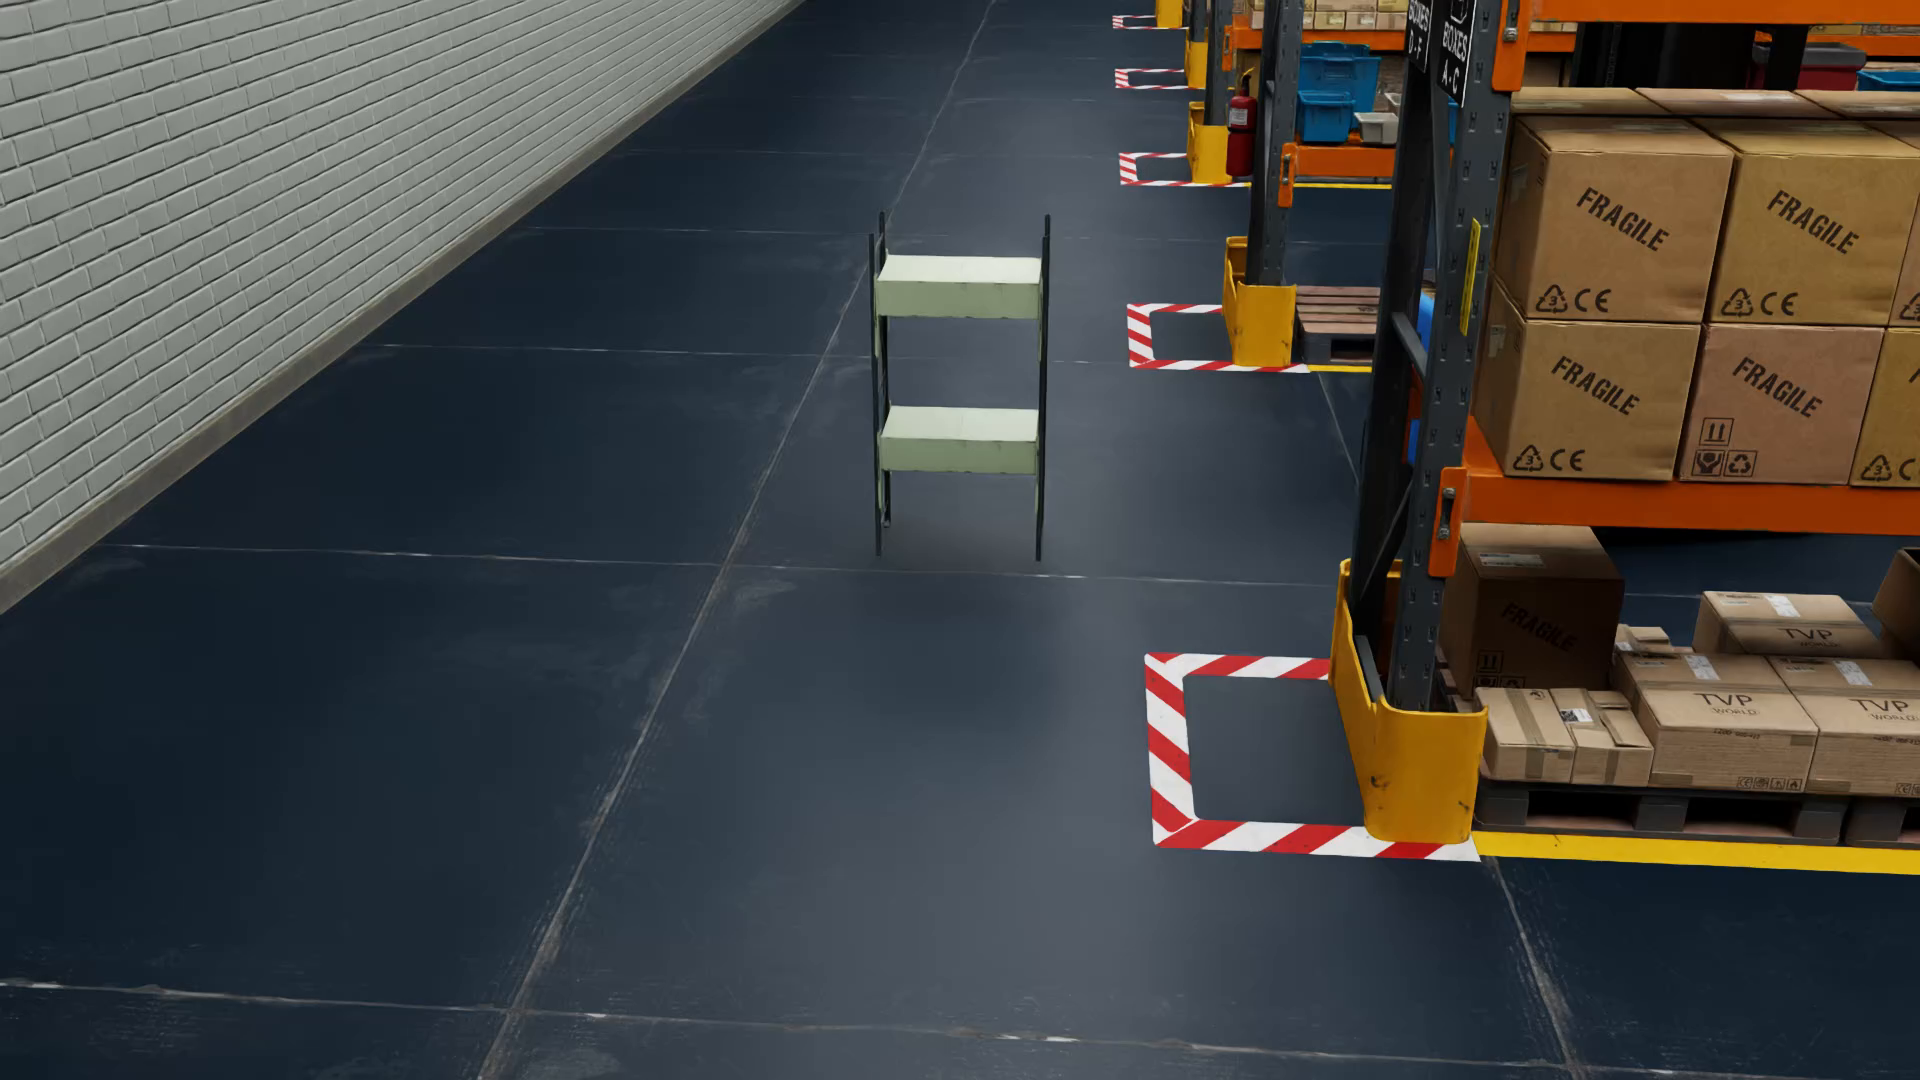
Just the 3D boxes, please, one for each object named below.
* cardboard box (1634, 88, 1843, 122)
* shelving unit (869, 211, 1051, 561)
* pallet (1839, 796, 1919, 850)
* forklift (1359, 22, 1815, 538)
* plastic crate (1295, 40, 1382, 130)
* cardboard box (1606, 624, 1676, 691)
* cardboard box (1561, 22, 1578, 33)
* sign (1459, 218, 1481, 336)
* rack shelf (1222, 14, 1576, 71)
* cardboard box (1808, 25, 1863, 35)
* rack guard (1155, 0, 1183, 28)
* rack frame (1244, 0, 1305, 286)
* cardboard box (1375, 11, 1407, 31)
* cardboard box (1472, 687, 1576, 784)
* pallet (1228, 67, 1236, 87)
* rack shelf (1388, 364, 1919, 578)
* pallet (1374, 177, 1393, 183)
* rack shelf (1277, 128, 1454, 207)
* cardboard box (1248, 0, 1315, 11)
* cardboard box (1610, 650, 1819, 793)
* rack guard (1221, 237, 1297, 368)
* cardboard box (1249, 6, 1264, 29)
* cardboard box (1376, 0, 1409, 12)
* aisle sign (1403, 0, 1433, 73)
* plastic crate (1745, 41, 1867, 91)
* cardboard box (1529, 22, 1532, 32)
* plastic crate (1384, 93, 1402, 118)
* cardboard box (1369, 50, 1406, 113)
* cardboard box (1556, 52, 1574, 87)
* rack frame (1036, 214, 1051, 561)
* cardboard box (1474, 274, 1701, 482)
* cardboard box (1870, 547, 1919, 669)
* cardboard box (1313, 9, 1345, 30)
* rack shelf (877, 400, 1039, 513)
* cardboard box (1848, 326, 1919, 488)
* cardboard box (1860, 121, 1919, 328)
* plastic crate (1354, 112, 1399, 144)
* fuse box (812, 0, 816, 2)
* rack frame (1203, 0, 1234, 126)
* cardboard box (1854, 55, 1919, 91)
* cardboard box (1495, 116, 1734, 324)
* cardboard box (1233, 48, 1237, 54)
[{"bbox_3d":[2.483,-1.177,5.437,0.500,0.500,0.500,3,25,5],"label":"cardboard box"},{"bbox_3d":[0.007,-0.681,7.470,0.755,1.500,0.431,2,25,4],"label":"shelving unit"},{"bbox_3d":[3.599,0.742,5.919,1.213,0.211,1.003,2,25,4],"label":"pallet"},{"bbox_3d":[3.589,-1.559,7.666,3.031,2.935,1.130,-4,25,-8],"label":"forklift"},{"bbox_3d":[2.246,-2.768,10.096,0.499,0.435,0.616,2,25,4],"label":"plastic crate"},{"bbox_3d":[2.473,0.460,6.059,0.250,0.166,0.380,2,25,4],"label":"cardboard box"},{"bbox_3d":[5.167,-4.377,14.008,0.250,0.149,0.380,2,25,5],"label":"cardboard box"},{"bbox_3d":[1.473,-0.760,4.811,0.005,0.325,0.100,2,25,4],"label":"sign"},{"bbox_3d":[4.271,-4.331,14.467,4.000,0.370,1.077,2,25,4],"label":"rack shelf"},{"bbox_3d":[7.206,-4.504,13.864,0.500,0.500,0.500,2,25,4],"label":"cardboard box"},{"bbox_3d":[3.012,-7.717,23.956,0.348,0.500,1.175,2,25,4],"label":"rack guard"},{"bbox_3d":[1.898,-2.657,9.970,0.127,3.000,1.000,2,25,4],"label":"rack frame"},{"bbox_3d":[3.630,-4.426,14.115,0.250,0.149,0.380,1,25,3],"label":"cardboard box"},{"bbox_3d":[1.906,0.659,5.647,0.250,0.149,0.380,2,25,4],"label":"cardboard box"},{"bbox_3d":[3.641,-5.475,19.431,1.213,0.211,1.003,2,25,4],"label":"pallet"},{"bbox_3d":[3.509,-0.202,5.495,4.000,0.370,1.077,2,25,4],"label":"rack shelf"},{"bbox_3d":[4.293,-3.421,14.967,1.213,0.211,1.003,2,25,4],"label":"pallet"},{"bbox_3d":[3.892,-2.266,9.981,4.000,0.370,1.077,2,25,4],"label":"rack shelf"},{"bbox_3d":[2.735,-4.660,14.147,0.500,0.250,0.500,1,25,3],"label":"cardboard box"},{"bbox_3d":[2.534,0.608,5.637,0.500,0.250,0.500,2,25,4],"label":"cardboard box"},{"bbox_3d":[1.873,-1.517,10.482,0.348,0.500,1.175,2,25,4],"label":"rack guard"},{"bbox_3d":[2.606,-4.458,14.185,0.250,0.149,0.380,2,25,5],"label":"cardboard box"},{"bbox_3d":[3.754,-4.629,14.079,0.500,0.250,0.500,1,25,2],"label":"cardboard box"},{"bbox_3d":[1.470,-1.904,5.222,0.004,0.787,0.394,2,25,4],"label":"aisle sign"},{"bbox_3d":[5.015,-2.718,9.955,0.583,0.464,0.402,2,25,4],"label":"plastic crate"},{"bbox_3d":[4.655,-4.393,14.044,0.250,0.149,0.380,1,25,3],"label":"cardboard box"},{"bbox_3d":[2.725,-2.614,10.120,0.243,0.136,0.396,2,25,4],"label":"plastic crate"},{"bbox_3d":[3.829,-3.931,14.777,0.875,0.875,0.875,2,25,4],"label":"cardboard box"},{"bbox_3d":[5.613,-3.873,14.652,0.875,0.875,0.875,2,25,4],"label":"cardboard box"},{"bbox_3d":[0.372,-0.669,7.444,0.023,1.500,0.400,2,25,4],"label":"rack frame"},{"bbox_3d":[1.937,-0.514,5.193,0.500,0.500,0.500,2,25,5],"label":"cardboard box"},{"bbox_3d":[3.630,0.412,5.761,0.637,0.503,0.797,2,25,4],"label":"cardboard box"},{"bbox_3d":[3.117,-4.443,14.151,0.250,0.149,0.380,1,25,3],"label":"cardboard box"},{"bbox_3d":[0.007,-0.385,7.606,0.720,0.370,0.431,2,25,4],"label":"rack shelf"},{"bbox_3d":[2.952,-0.482,5.124,0.500,0.500,0.500,2,25,4],"label":"cardboard box"},{"bbox_3d":[2.957,-0.937,4.915,0.500,0.500,0.500,2,25,5],"label":"cardboard box"},{"bbox_3d":[2.432,-2.375,9.600,0.298,0.136,0.250,2,25,4],"label":"plastic crate"},{"bbox_3d":[-2.282,-9.308,25.965,0.414,1.711,0.539,2,25,4],"label":"fuse box"},{"bbox_3d":[2.277,-4.721,14.456,0.127,3.000,1.000,2,25,4],"label":"rack frame"},{"bbox_3d":[7.796,-3.779,14.446,0.875,0.875,1.225,1,25,2],"label":"cardboard box"},{"bbox_3d":[1.937,-0.968,4.984,0.500,0.500,0.500,3,25,6],"label":"cardboard box"},{"bbox_3d":[3.260,-5.692,19.119,0.250,0.149,0.380,3,25,6],"label":"cardboard box"}]
